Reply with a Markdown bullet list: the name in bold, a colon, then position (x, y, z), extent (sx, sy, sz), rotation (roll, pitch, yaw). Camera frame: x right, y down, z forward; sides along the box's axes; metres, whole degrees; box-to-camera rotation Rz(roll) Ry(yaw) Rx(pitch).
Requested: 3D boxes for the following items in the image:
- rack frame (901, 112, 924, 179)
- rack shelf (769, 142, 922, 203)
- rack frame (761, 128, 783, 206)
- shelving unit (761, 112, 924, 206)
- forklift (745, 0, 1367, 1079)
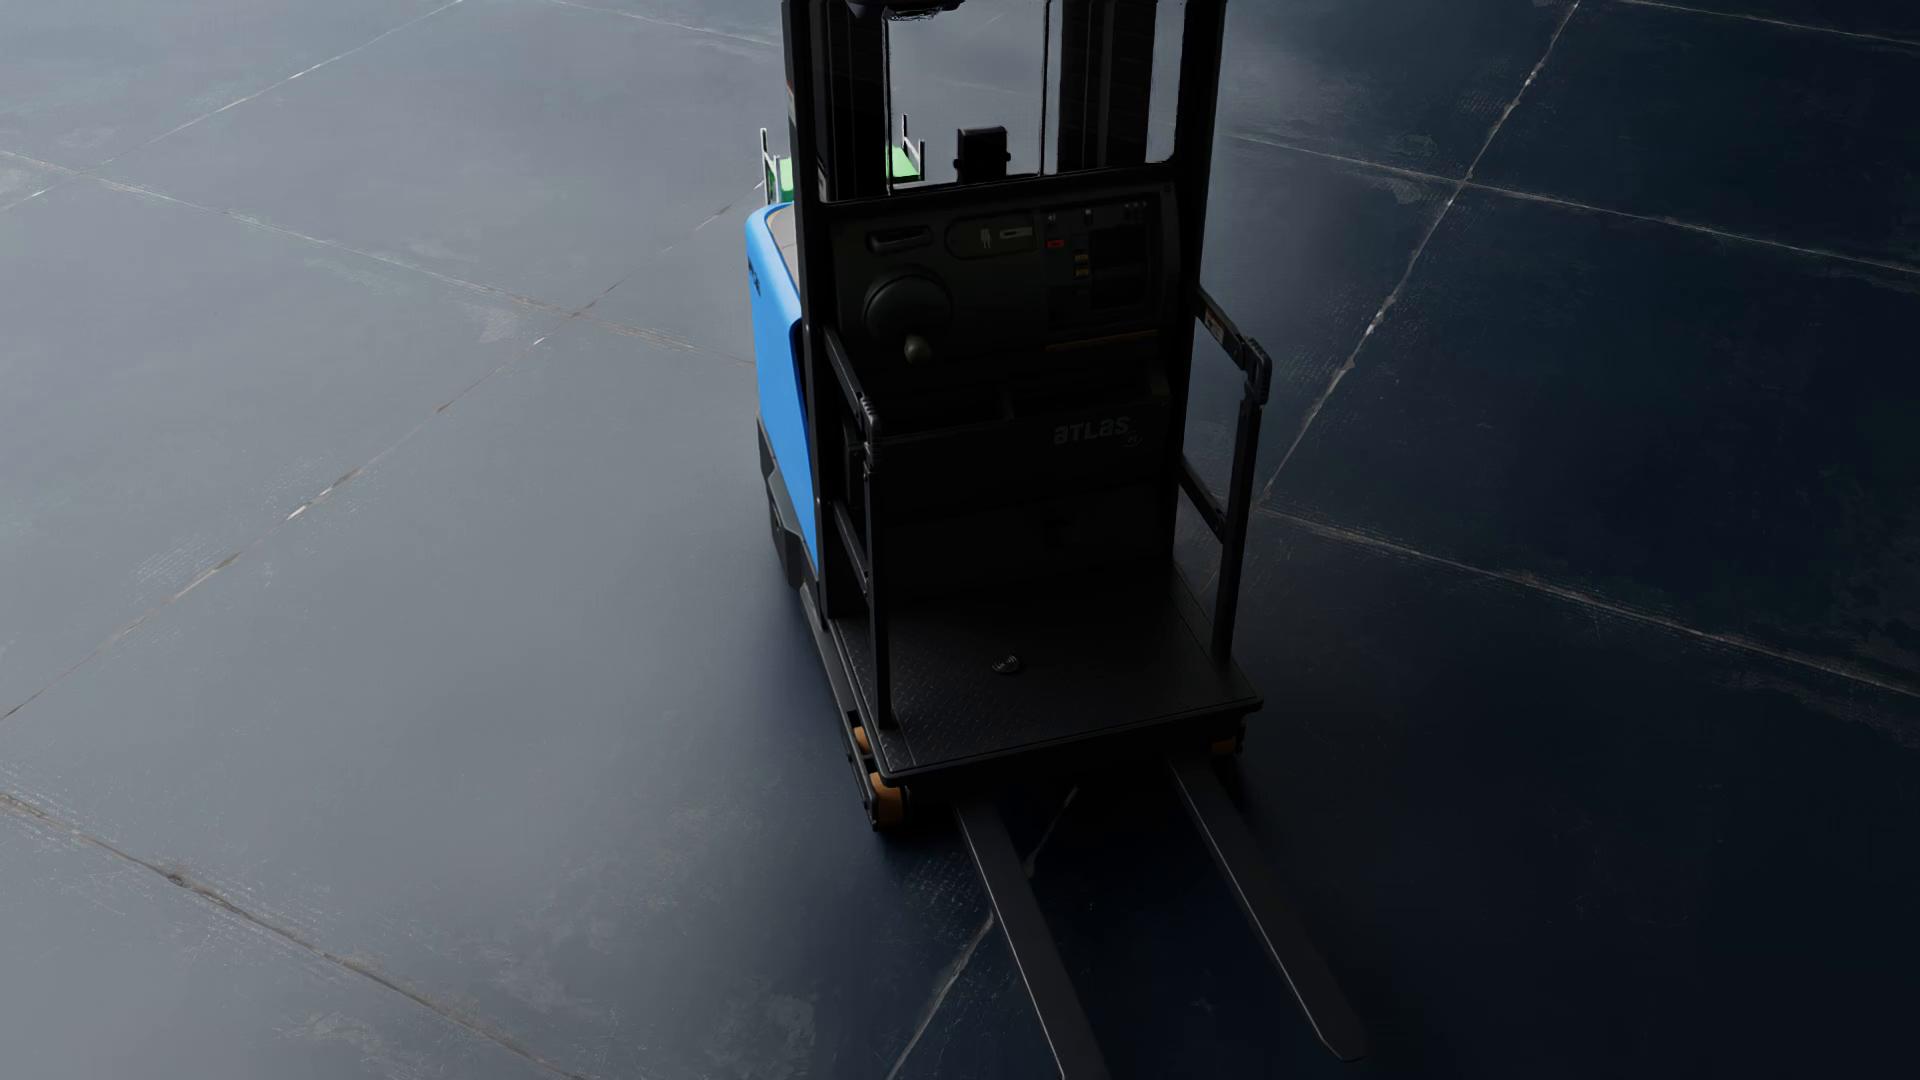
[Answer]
- **rack frame**: position (-0.161, -0.921, 5.970), extent (0.015, 1.200, 0.240), rotation (-10, 38, -13)
- **rack shelf**: position (-0.395, -1.209, 5.662), extent (0.480, 0.148, 0.258), rotation (-10, 38, -13)
- **rack frame**: position (-0.628, -0.835, 5.858), extent (0.015, 1.200, 0.240), rotation (-10, 38, -13)
- **shelving unit**: position (-0.395, -0.878, 5.914), extent (0.503, 1.200, 0.258), rotation (-10, 38, -13)
- **forklift**: position (0.190, -0.626, 4.150), extent (1.130, 2.935, 3.031), rotation (-10, 38, -13)
